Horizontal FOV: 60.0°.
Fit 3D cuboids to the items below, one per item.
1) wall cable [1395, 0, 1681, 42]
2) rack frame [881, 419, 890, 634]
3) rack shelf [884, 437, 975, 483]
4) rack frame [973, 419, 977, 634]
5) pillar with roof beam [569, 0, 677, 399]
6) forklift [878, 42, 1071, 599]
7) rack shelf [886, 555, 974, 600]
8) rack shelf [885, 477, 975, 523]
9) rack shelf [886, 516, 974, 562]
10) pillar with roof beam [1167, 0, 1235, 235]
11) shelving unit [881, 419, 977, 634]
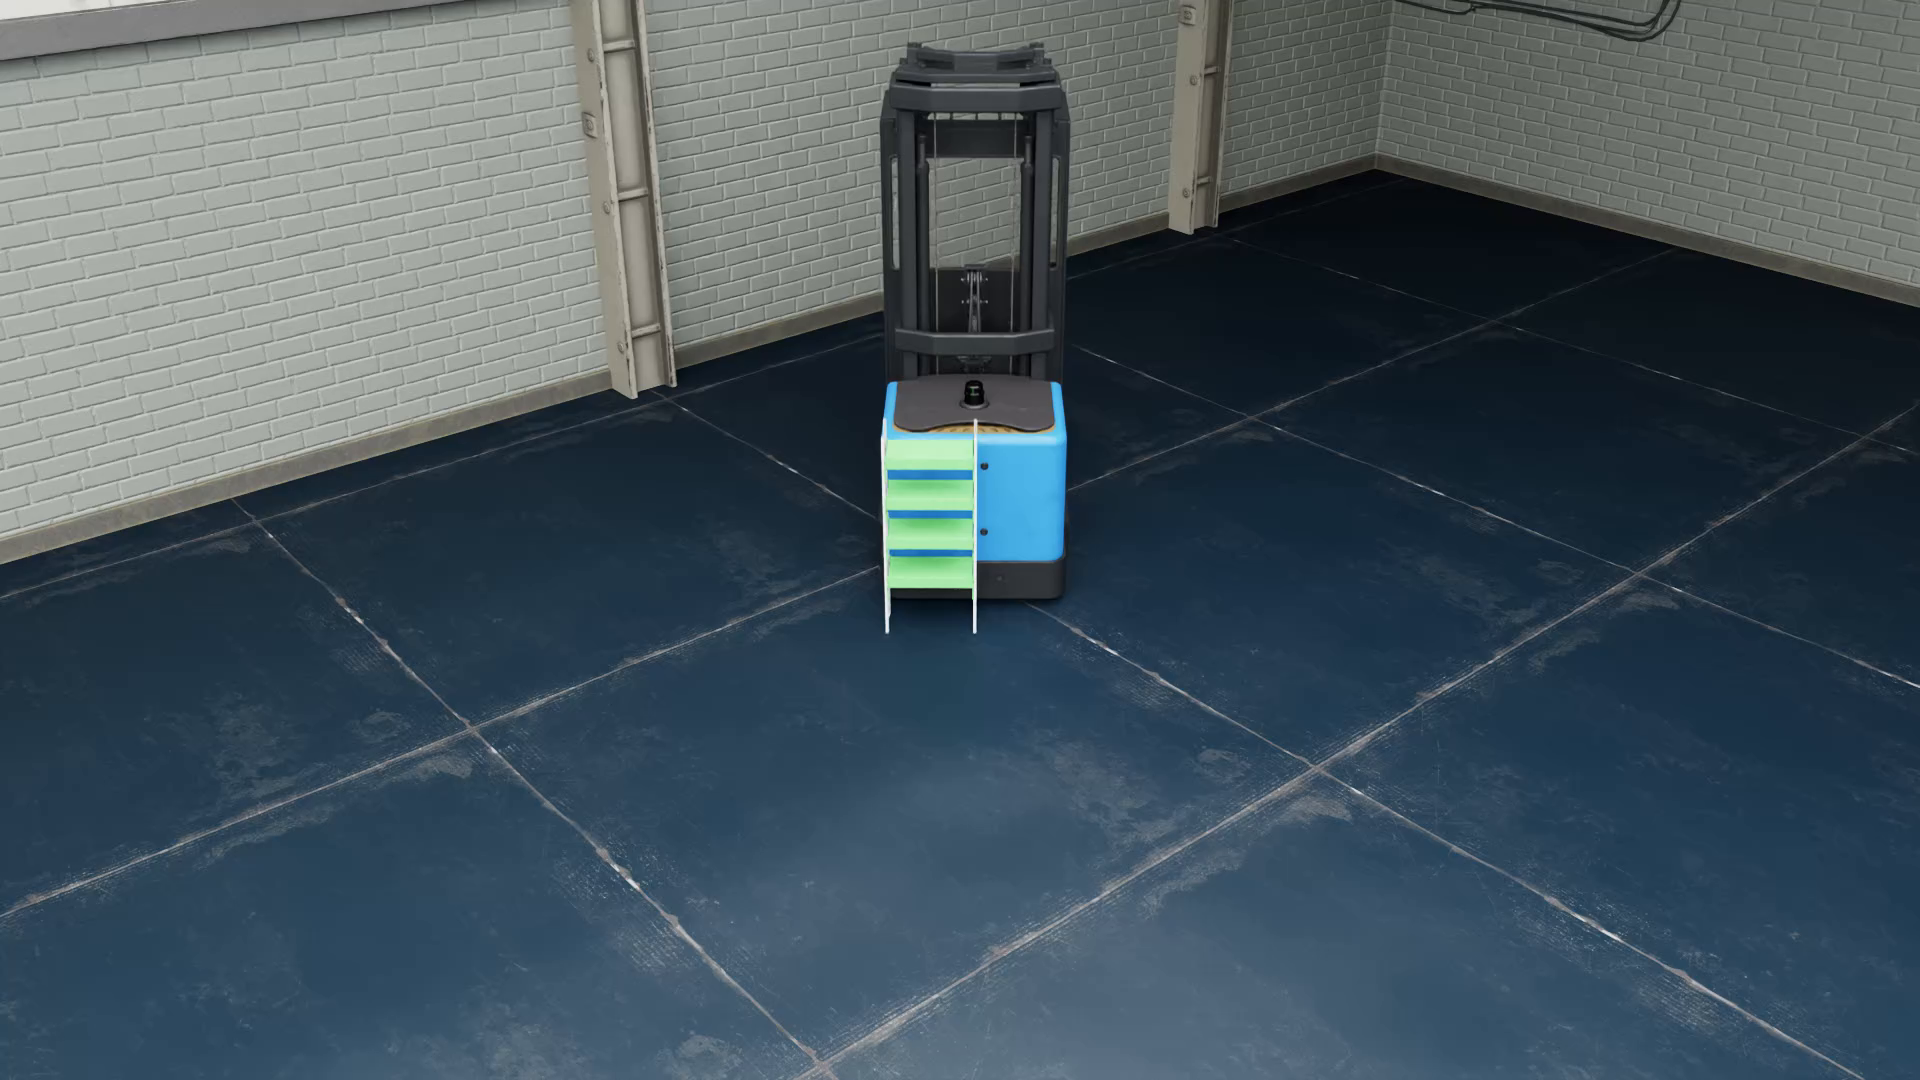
[{"bbox_3d":[5.308,-6.009,15.242,0.112,2.526,3.097,-22,35,-35],"label":"wall cable"},{"bbox_3d":[-0.405,-0.063,9.095,0.015,1.200,0.240,0,28,0],"label":"rack frame"},{"bbox_3d":[-0.161,-0.429,8.897,0.480,0.148,0.258,0,28,0],"label":"rack shelf"},{"bbox_3d":[0.083,-0.061,9.092,0.015,1.200,0.240,0,28,0],"label":"rack frame"},{"bbox_3d":[0.438,-3.573,7.388,0.400,9.000,9.100,-22,35,-35],"label":"pillar with roof beam"},{"bbox_3d":[0.088,-1.609,10.150,1.130,2.935,3.031,0,28,0],"label":"forklift"},{"bbox_3d":[-0.161,0.206,9.237,0.480,0.148,0.258,0,28,0],"label":"rack shelf"},{"bbox_3d":[-0.161,-0.218,9.010,0.480,0.148,0.258,0,28,0],"label":"rack shelf"},{"bbox_3d":[-0.161,-0.006,9.124,0.480,0.148,0.258,0,28,0],"label":"rack shelf"},{"bbox_3d":[5.003,-5.408,10.822,0.400,9.000,9.100,-22,35,-35],"label":"pillar with roof beam"},{"bbox_3d":[-0.161,-0.062,9.093,0.503,1.200,0.258,0,28,0],"label":"shelving unit"}]
